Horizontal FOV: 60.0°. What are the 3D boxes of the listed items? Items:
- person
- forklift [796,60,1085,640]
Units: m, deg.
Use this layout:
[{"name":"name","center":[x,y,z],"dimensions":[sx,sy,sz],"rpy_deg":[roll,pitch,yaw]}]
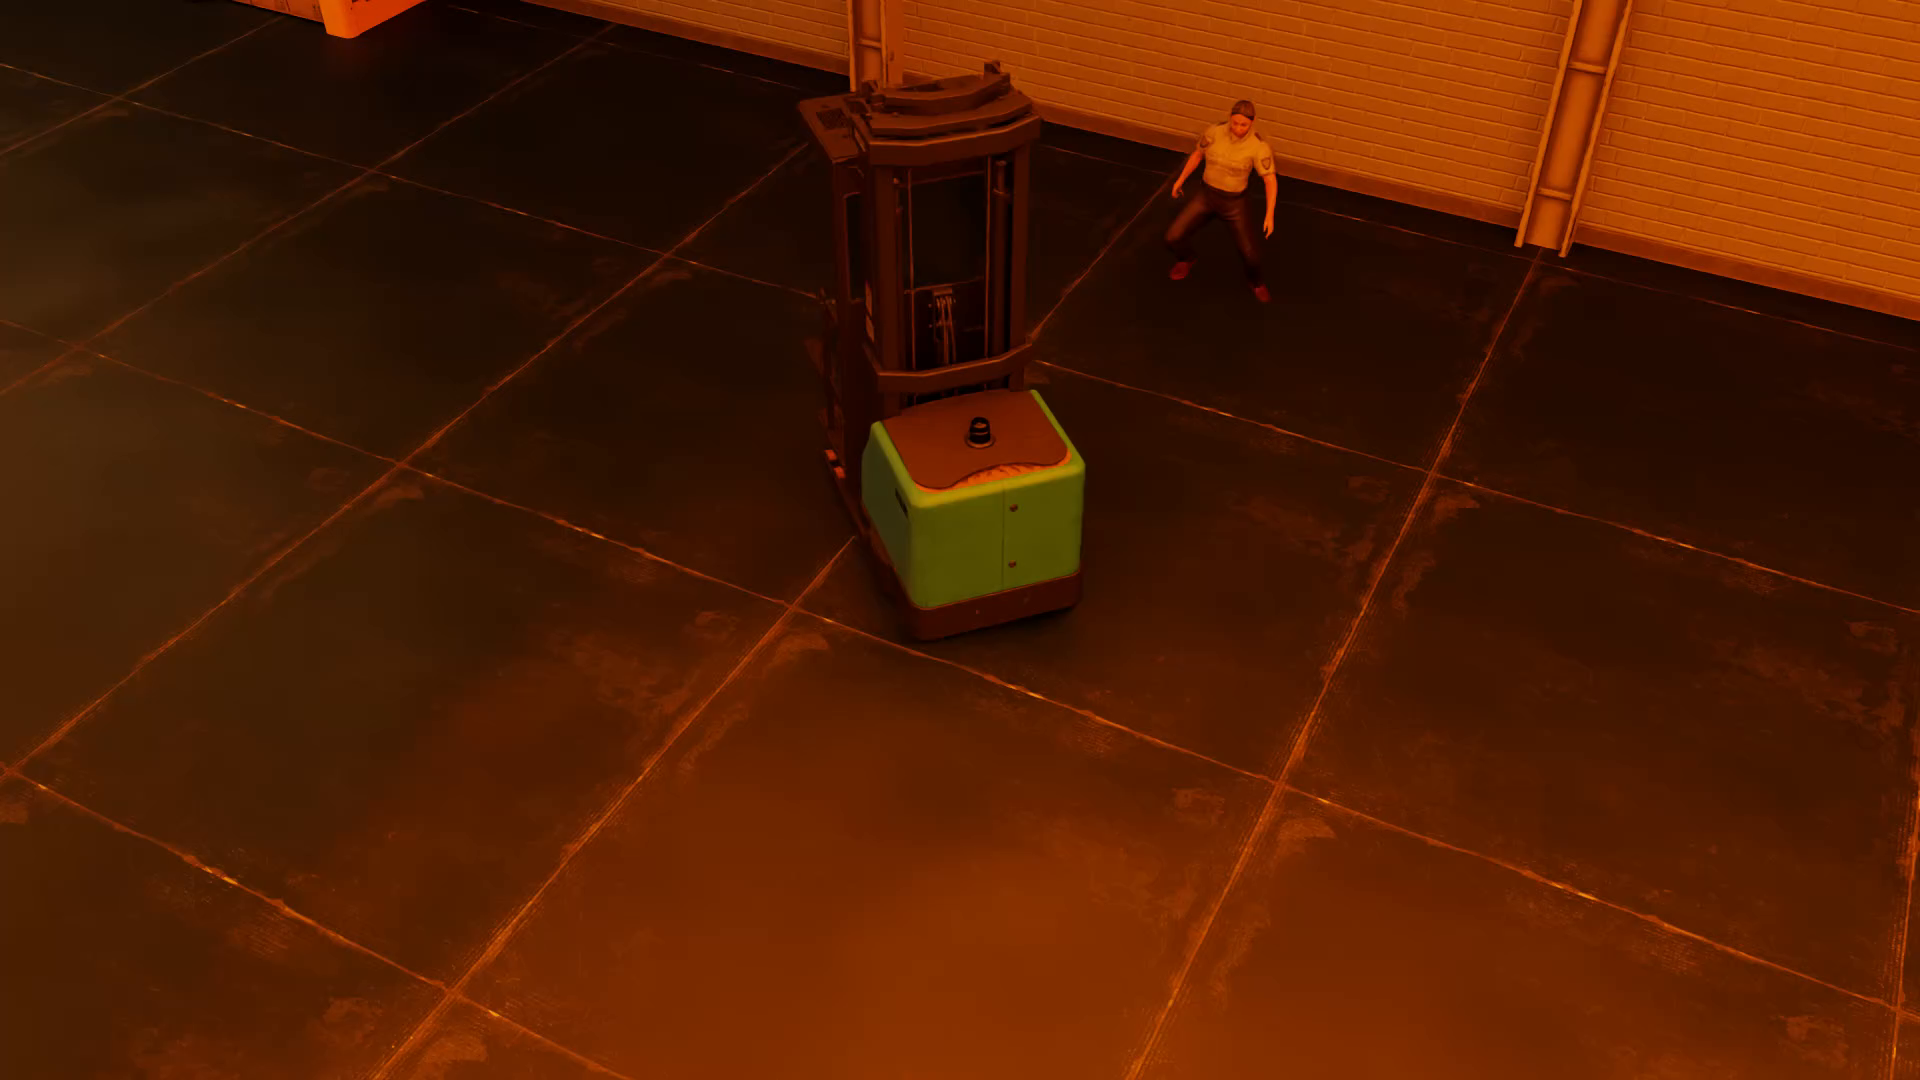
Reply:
[{"name":"person","center":[1.911,-2.446,11.989],"dimensions":[0.863,1.550,0.584],"rpy_deg":[24,46,25]},{"name":"forklift","center":[-0.262,-1.507,9.776],"dimensions":[1.130,2.935,3.031],"rpy_deg":[-13,42,-15]}]
